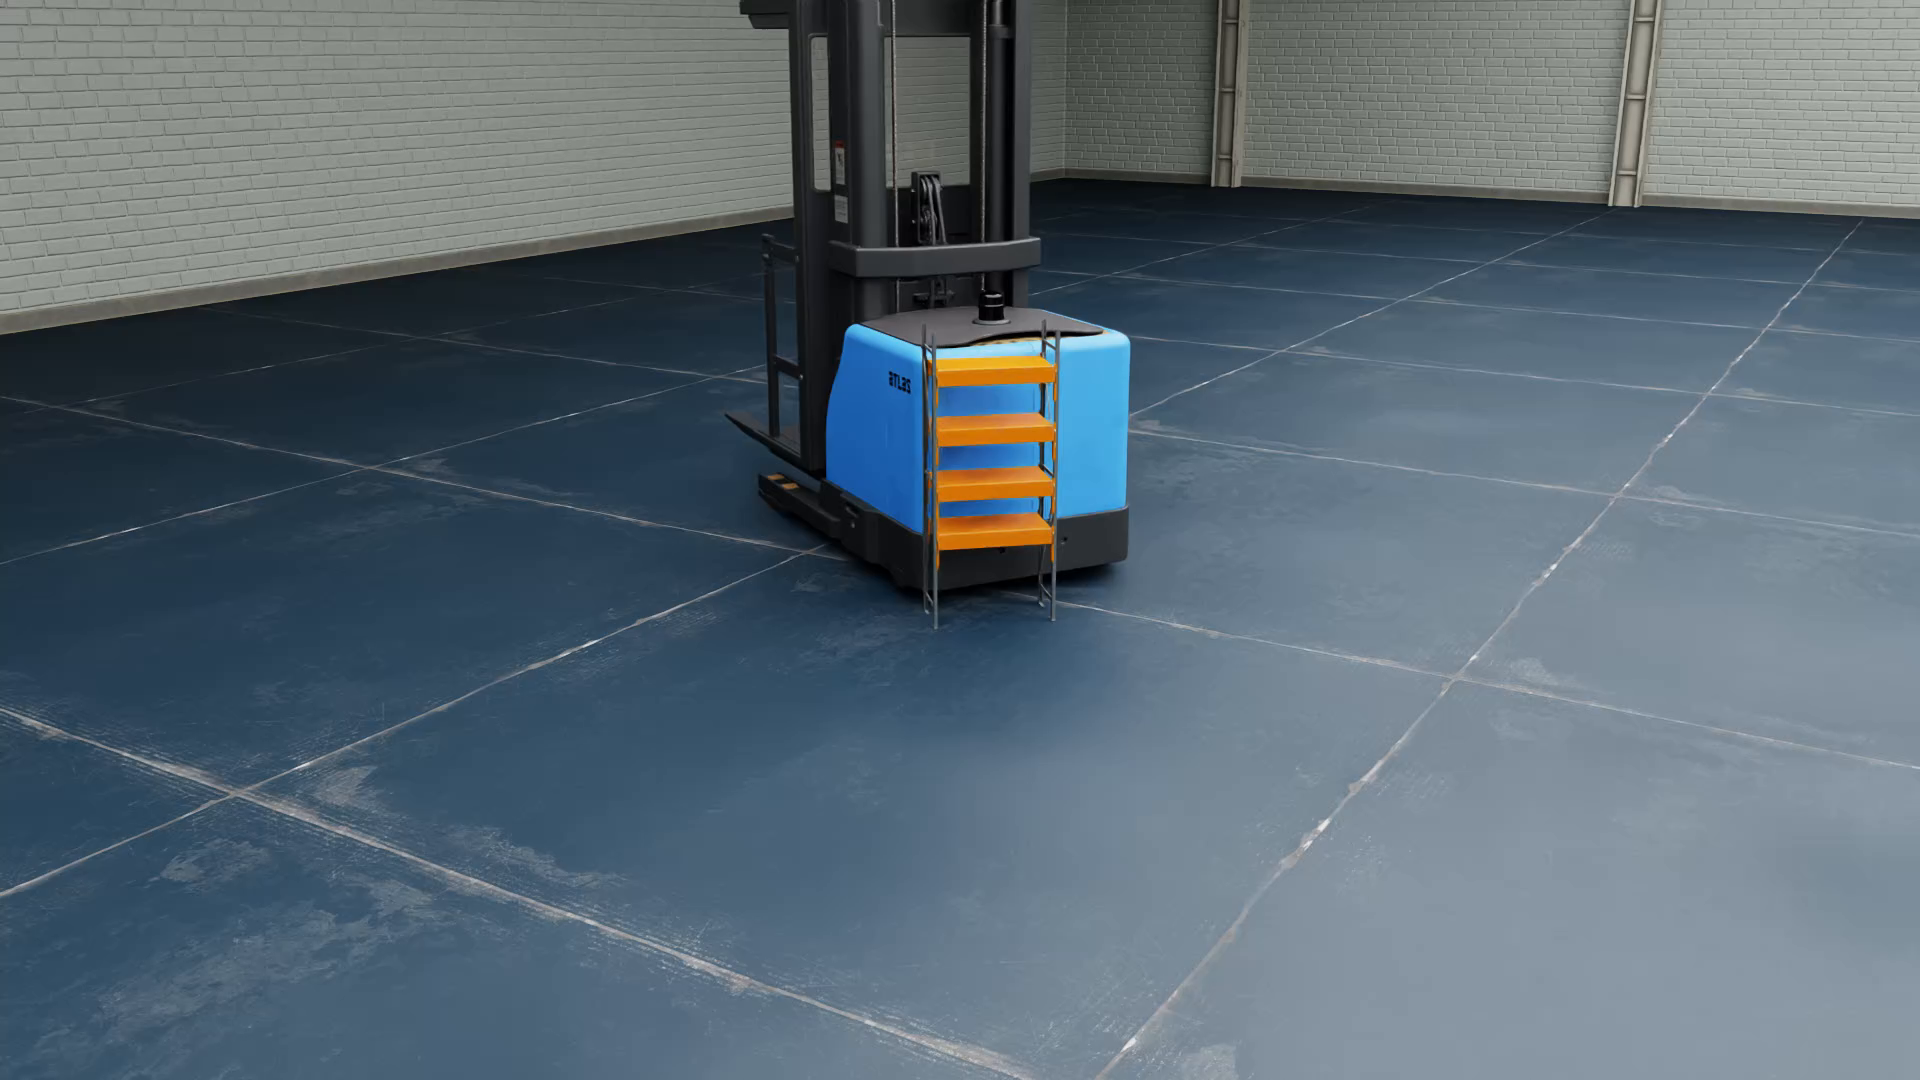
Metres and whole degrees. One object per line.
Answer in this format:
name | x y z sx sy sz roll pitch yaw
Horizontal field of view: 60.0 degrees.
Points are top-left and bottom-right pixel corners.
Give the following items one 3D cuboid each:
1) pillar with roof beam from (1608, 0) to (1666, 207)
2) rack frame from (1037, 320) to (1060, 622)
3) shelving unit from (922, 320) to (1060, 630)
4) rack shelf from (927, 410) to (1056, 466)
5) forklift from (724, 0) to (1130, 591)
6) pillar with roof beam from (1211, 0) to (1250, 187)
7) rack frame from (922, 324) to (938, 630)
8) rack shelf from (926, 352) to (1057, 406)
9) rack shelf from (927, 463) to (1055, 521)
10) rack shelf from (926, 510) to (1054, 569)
pillar with roof beam | 7.073 -7.933 18.513 0.400 9.000 9.100 10 20 30
rack frame | 0.358 -0.274 6.720 0.015 1.200 0.240 -3 17 -11
shelving unit | 0.118 -0.260 6.674 0.503 1.200 0.258 -3 17 -11
rack shelf | 0.118 -0.410 6.628 0.480 0.148 0.258 -3 17 -11
forklift | -0.369 -1.573 8.016 1.130 2.935 3.031 -8 19 -26
pillar with roof beam | 1.961 -8.845 21.517 0.400 9.000 9.100 10 20 30
rack frame | -0.121 -0.246 6.627 0.015 1.200 0.240 -3 17 -11
rack shelf | 0.118 -0.636 6.559 0.480 0.148 0.258 -3 17 -11
rack shelf | 0.118 -0.196 6.693 0.480 0.148 0.258 -3 17 -11
rack shelf | 0.118 -0.006 6.751 0.480 0.148 0.258 -3 17 -11
